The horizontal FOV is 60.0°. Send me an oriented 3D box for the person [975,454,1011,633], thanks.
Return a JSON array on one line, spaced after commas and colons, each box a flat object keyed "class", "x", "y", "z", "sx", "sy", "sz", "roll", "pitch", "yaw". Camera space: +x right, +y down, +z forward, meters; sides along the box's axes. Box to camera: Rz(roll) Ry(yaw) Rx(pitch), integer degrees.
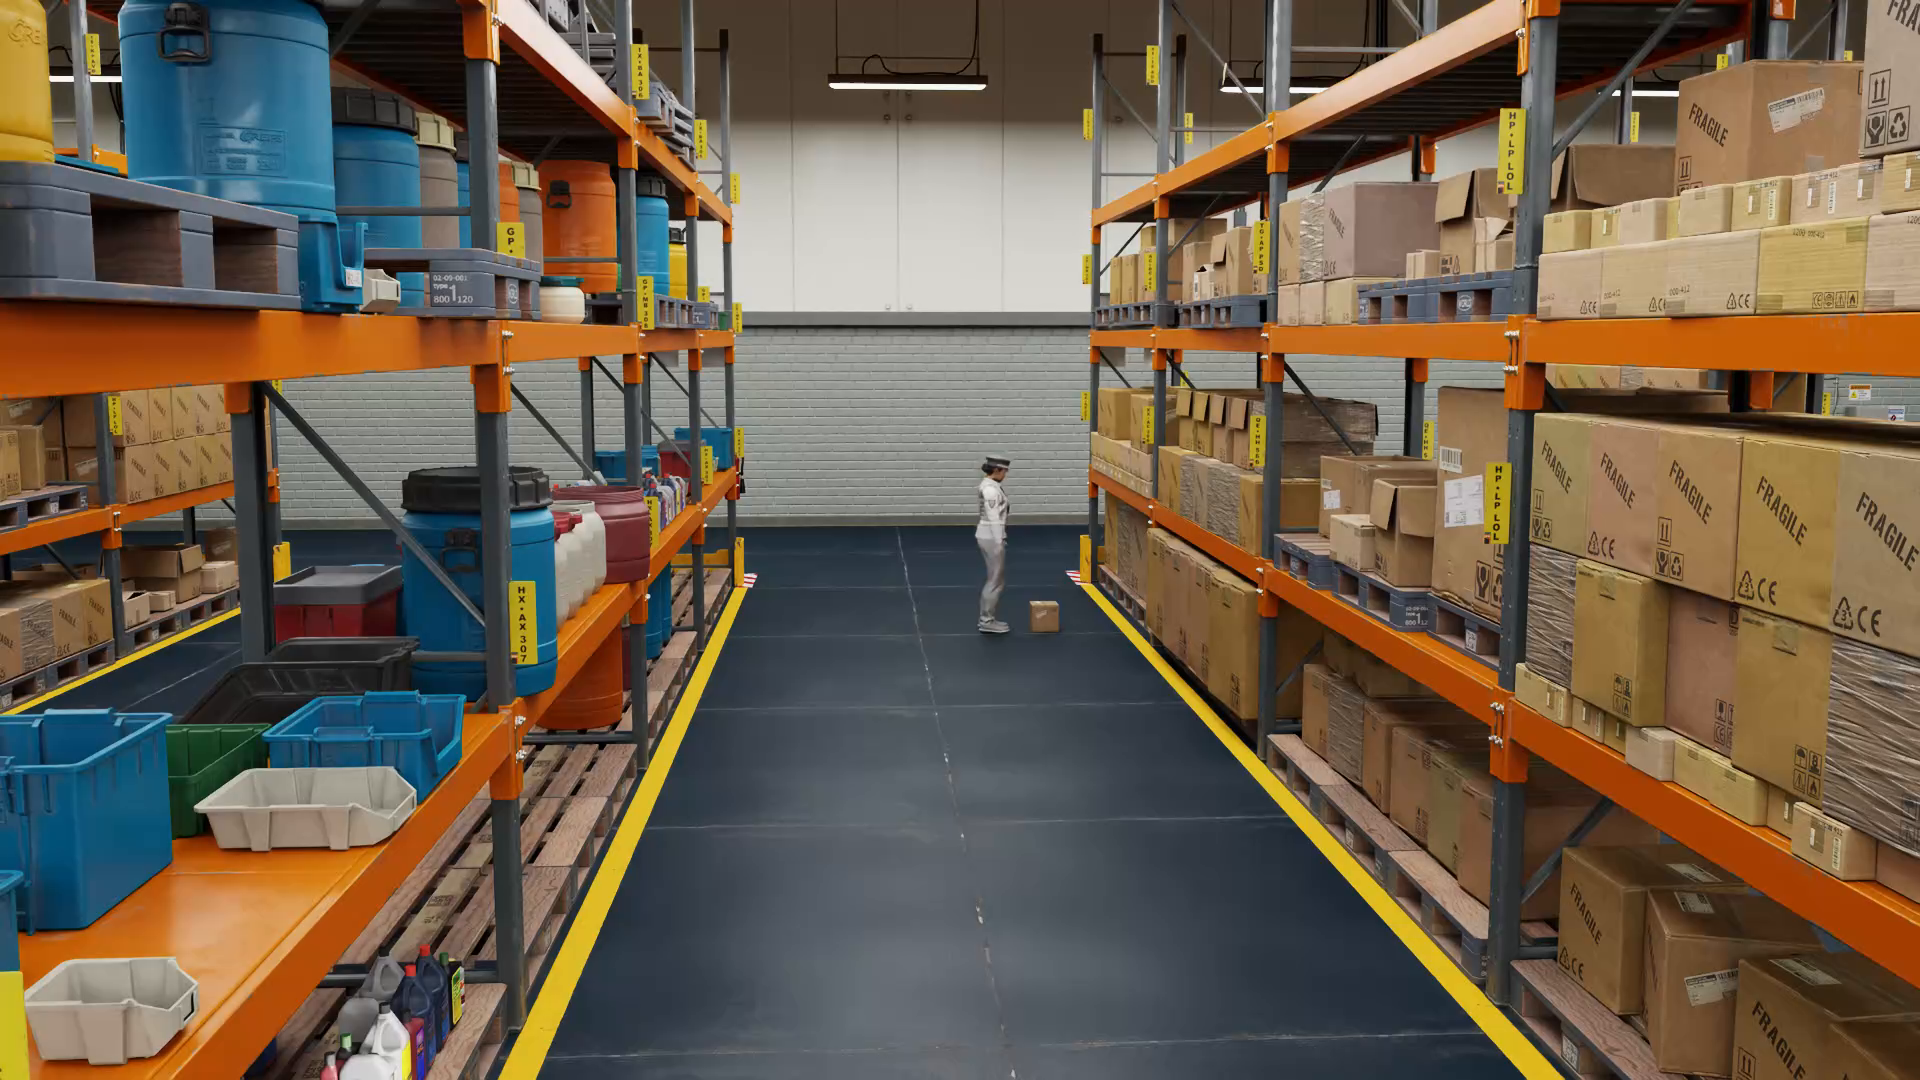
[{"class": "person", "x": 0.310, "y": 0.028, "z": 15.575, "sx": 0.338, "sy": 1.659, "sz": 0.476, "roll": 0, "pitch": 7, "yaw": -3}]
